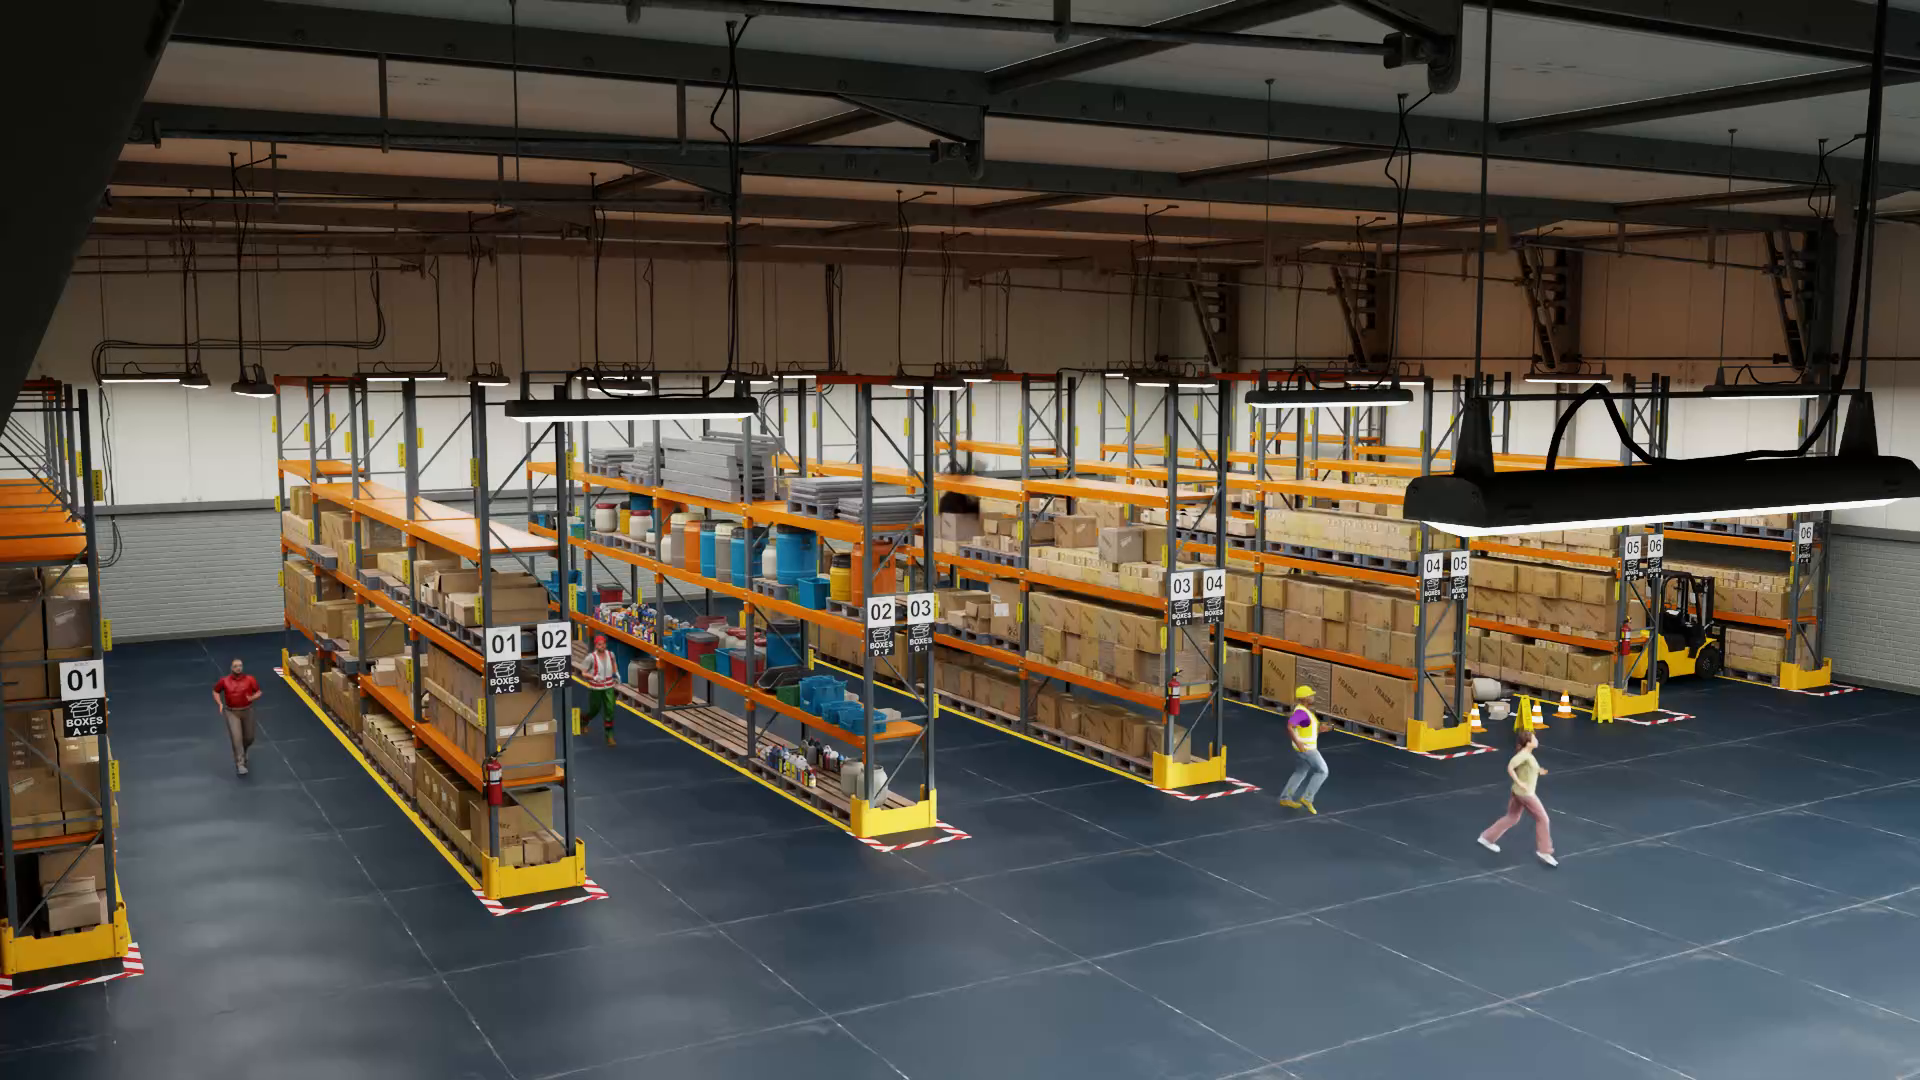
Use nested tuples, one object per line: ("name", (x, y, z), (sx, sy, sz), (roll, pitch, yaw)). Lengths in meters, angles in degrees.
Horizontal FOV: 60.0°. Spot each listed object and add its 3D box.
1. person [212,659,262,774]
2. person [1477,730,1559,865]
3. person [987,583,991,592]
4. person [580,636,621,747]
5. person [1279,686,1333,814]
("person", (-11.078, 2.679, 25.557), (0.673, 1.699, 0.926), (-4, 8, -34))
("person", (7.038, 3.229, 20.934), (0.990, 1.714, 0.545), (1, 6, 5))
("person", (0.915, 0.764, 43.012), (0.767, 1.769, 0.660), (-3, 7, -28))
("person", (-5.920, 2.448, 27.383), (0.669, 1.791, 0.992), (-4, 8, -34))
("person", (4.835, 2.924, 23.192), (0.723, 1.792, 0.671), (0, 6, 4))
